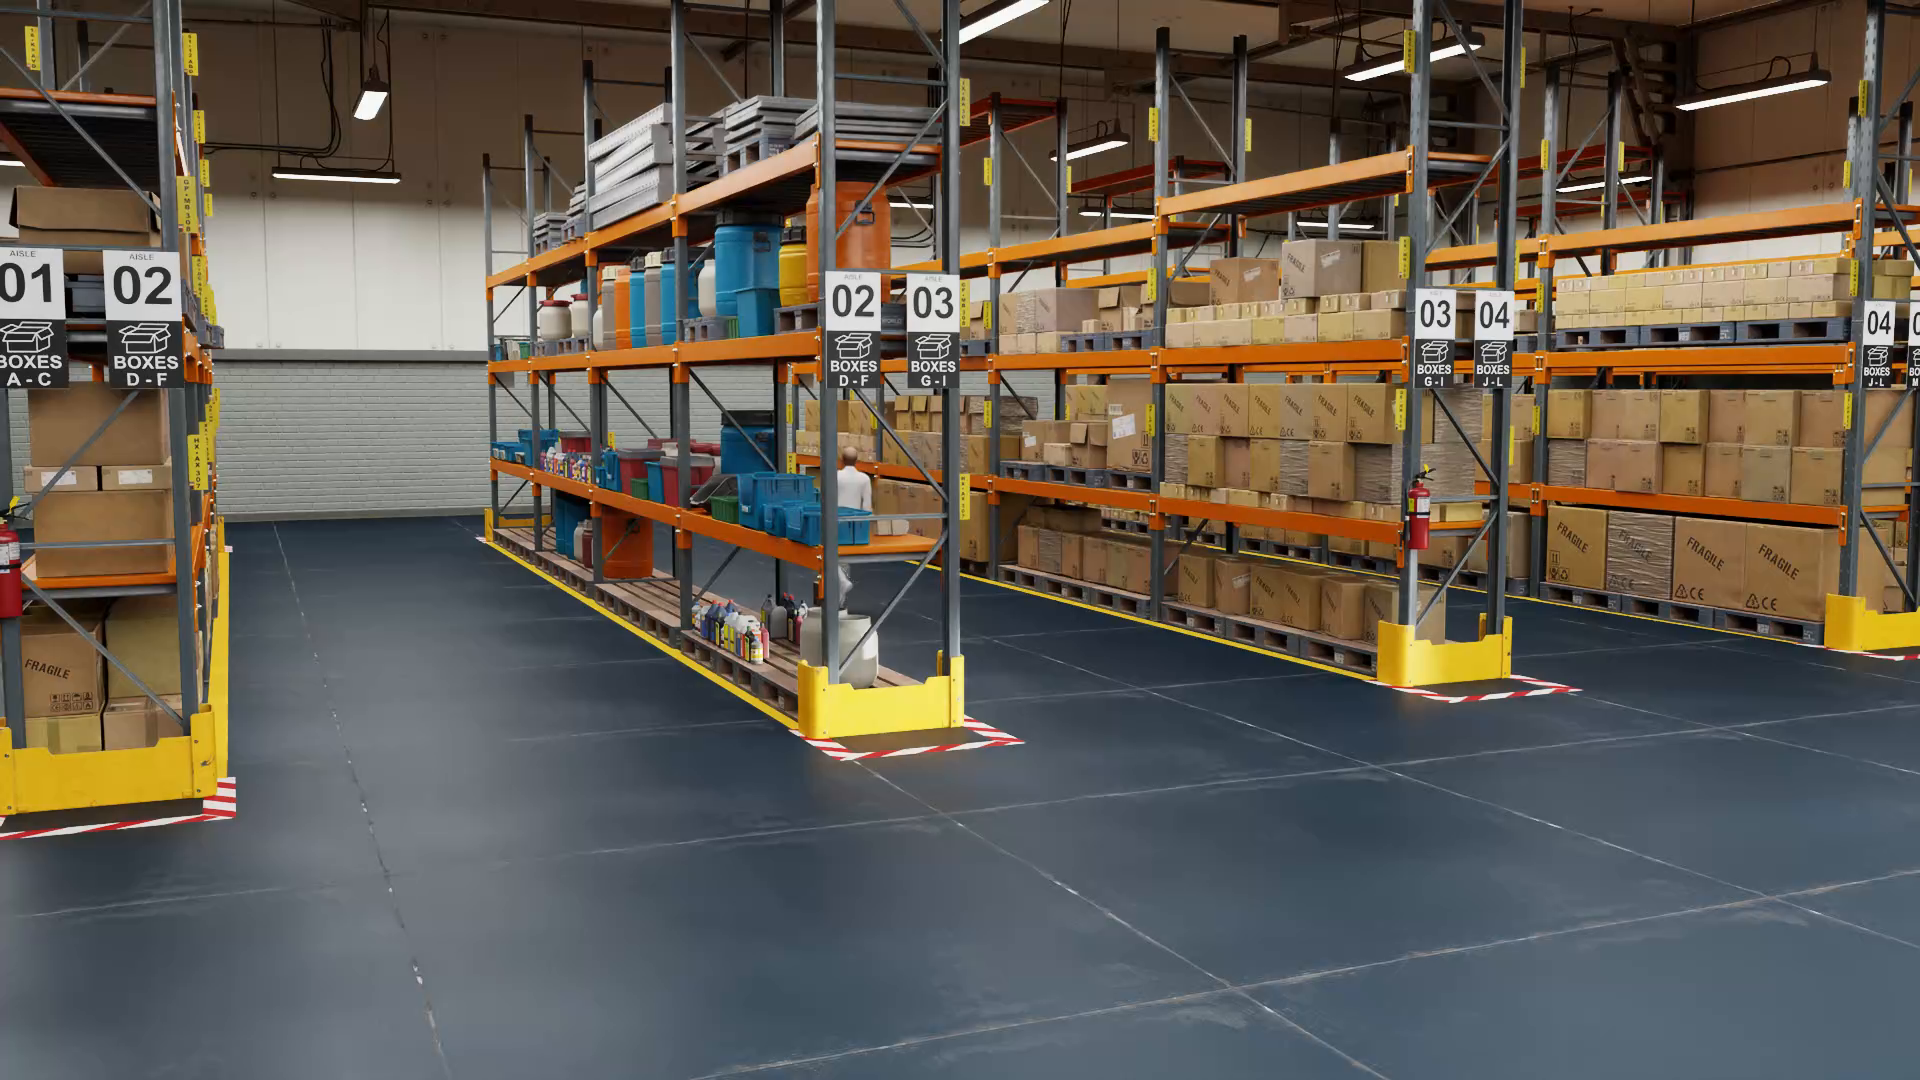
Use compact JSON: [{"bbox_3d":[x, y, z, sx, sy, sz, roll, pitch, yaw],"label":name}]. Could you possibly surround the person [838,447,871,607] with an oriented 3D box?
[{"bbox_3d":[-1.319,-0.130,18.044,0.657,1.767,0.691,-3,6,-32],"label":"person"}]
